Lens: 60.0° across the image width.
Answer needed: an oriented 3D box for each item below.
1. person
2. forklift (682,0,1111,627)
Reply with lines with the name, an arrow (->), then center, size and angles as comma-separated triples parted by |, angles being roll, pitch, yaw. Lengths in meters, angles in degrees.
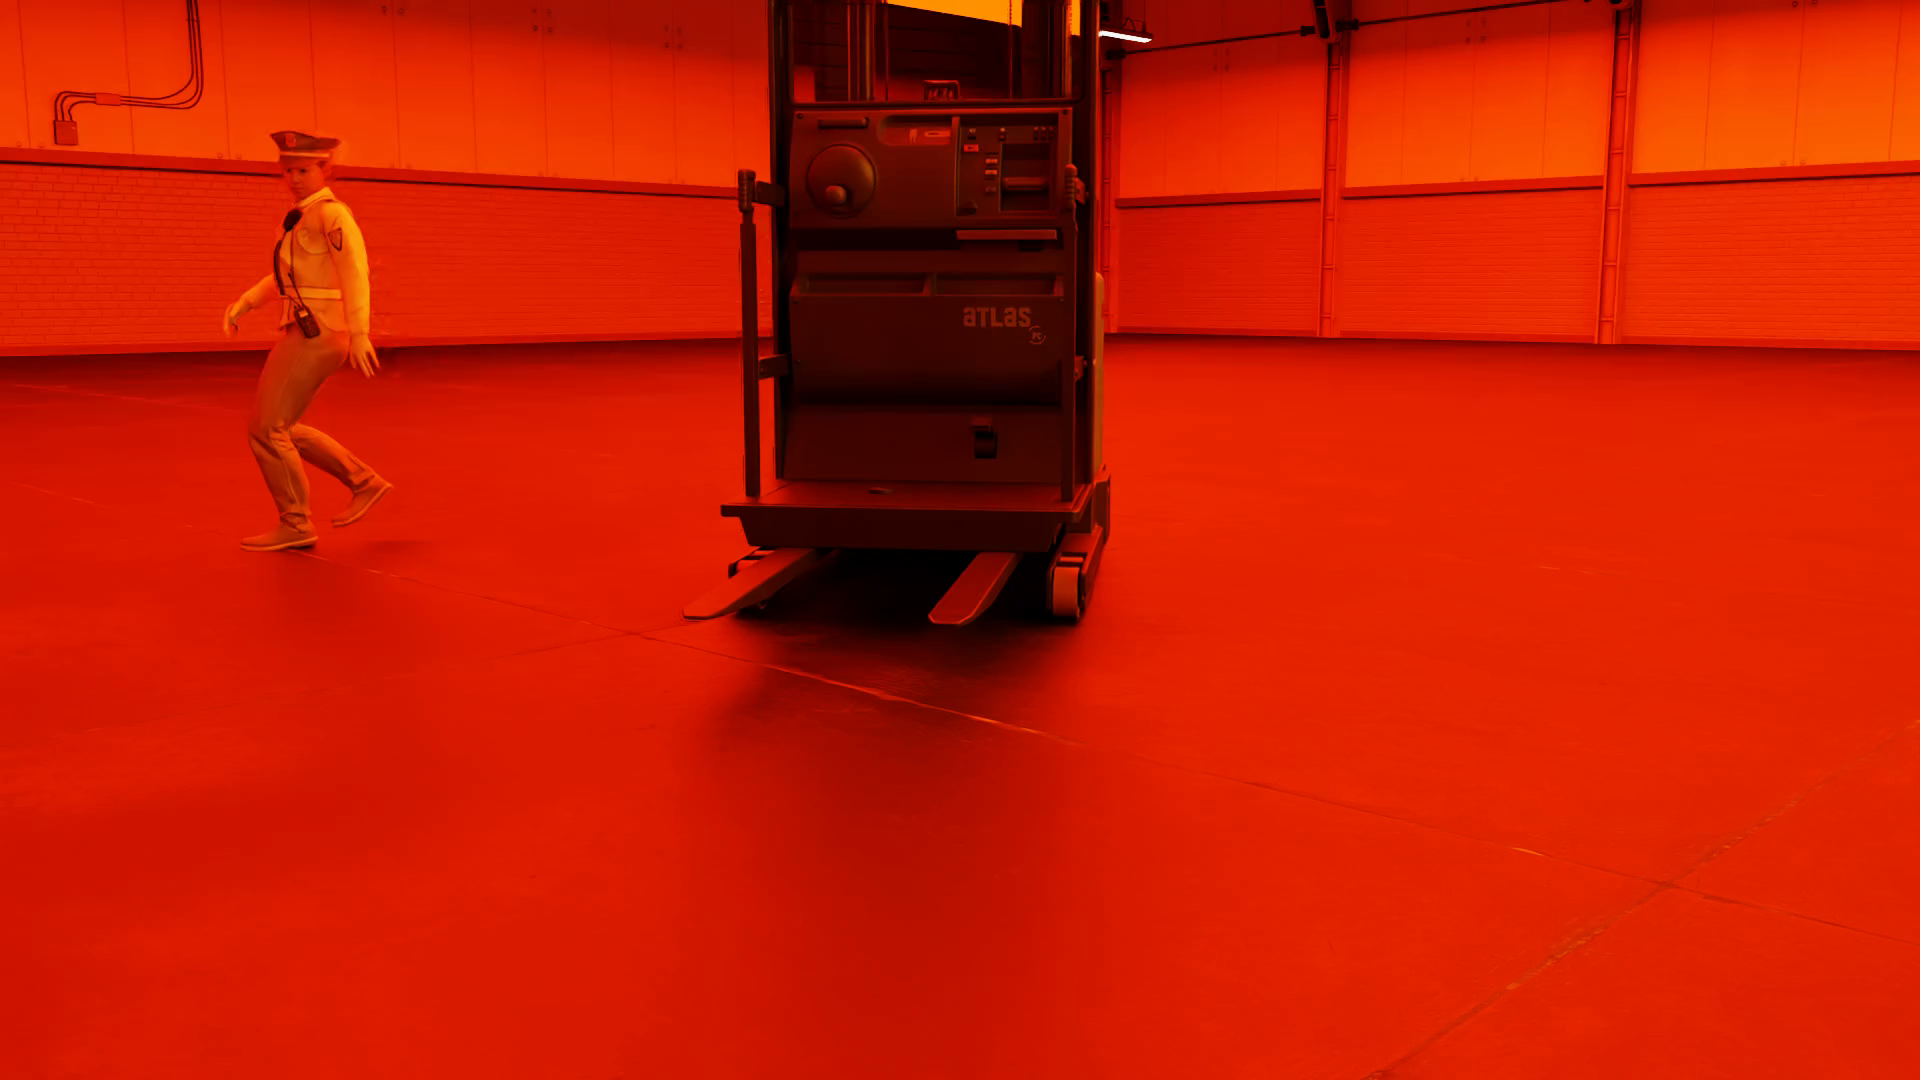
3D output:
person -> -2.534, -0.765, 6.442 | 0.593, 1.613, 0.620 | -3, 9, -19
forklift -> -0.125, -1.261, 5.249 | 1.130, 2.935, 3.031 | 1, 9, 8
